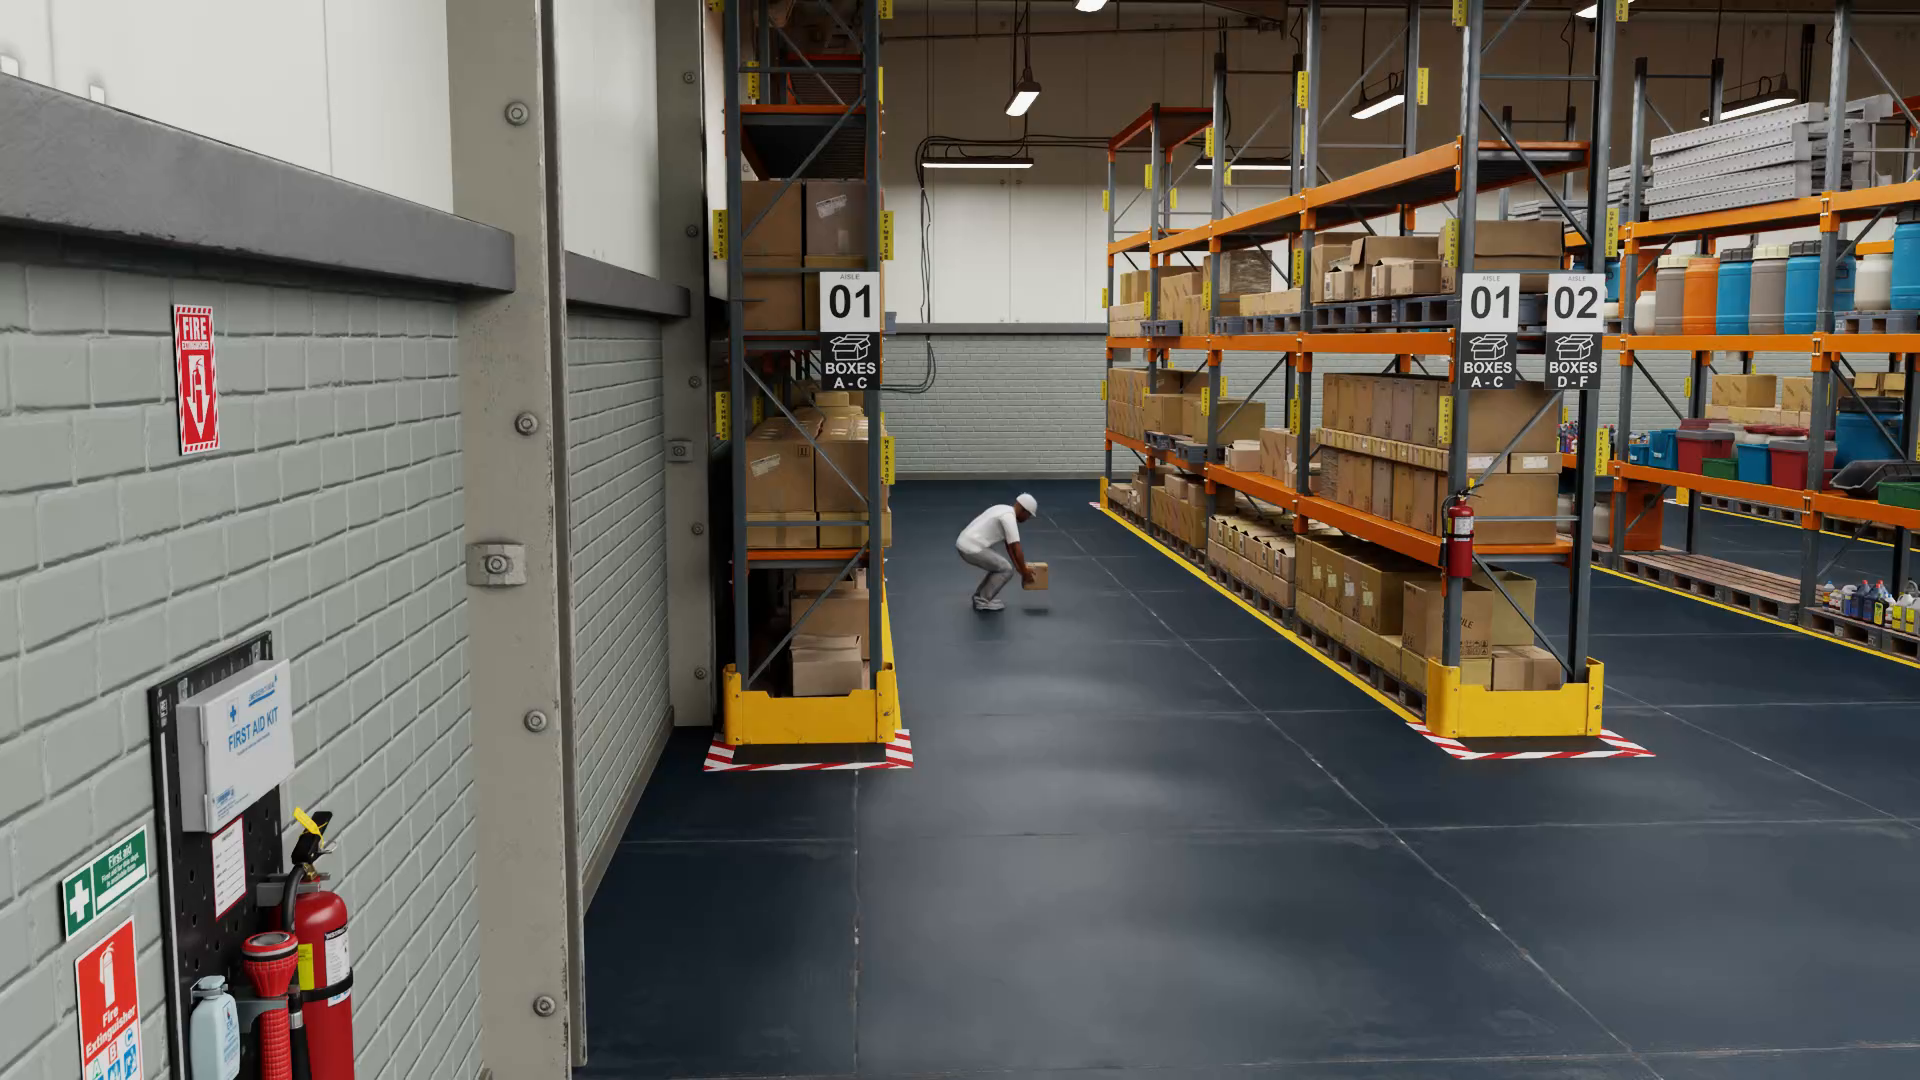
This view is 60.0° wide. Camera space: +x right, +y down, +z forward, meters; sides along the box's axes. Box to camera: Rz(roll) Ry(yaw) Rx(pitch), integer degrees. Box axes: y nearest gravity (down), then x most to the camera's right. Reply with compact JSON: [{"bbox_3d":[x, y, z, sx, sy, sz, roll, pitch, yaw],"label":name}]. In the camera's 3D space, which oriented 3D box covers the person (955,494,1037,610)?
[{"bbox_3d":[0.375,0.111,17.192,0.846,1.181,0.616,0,7,-4],"label":"person"}]
